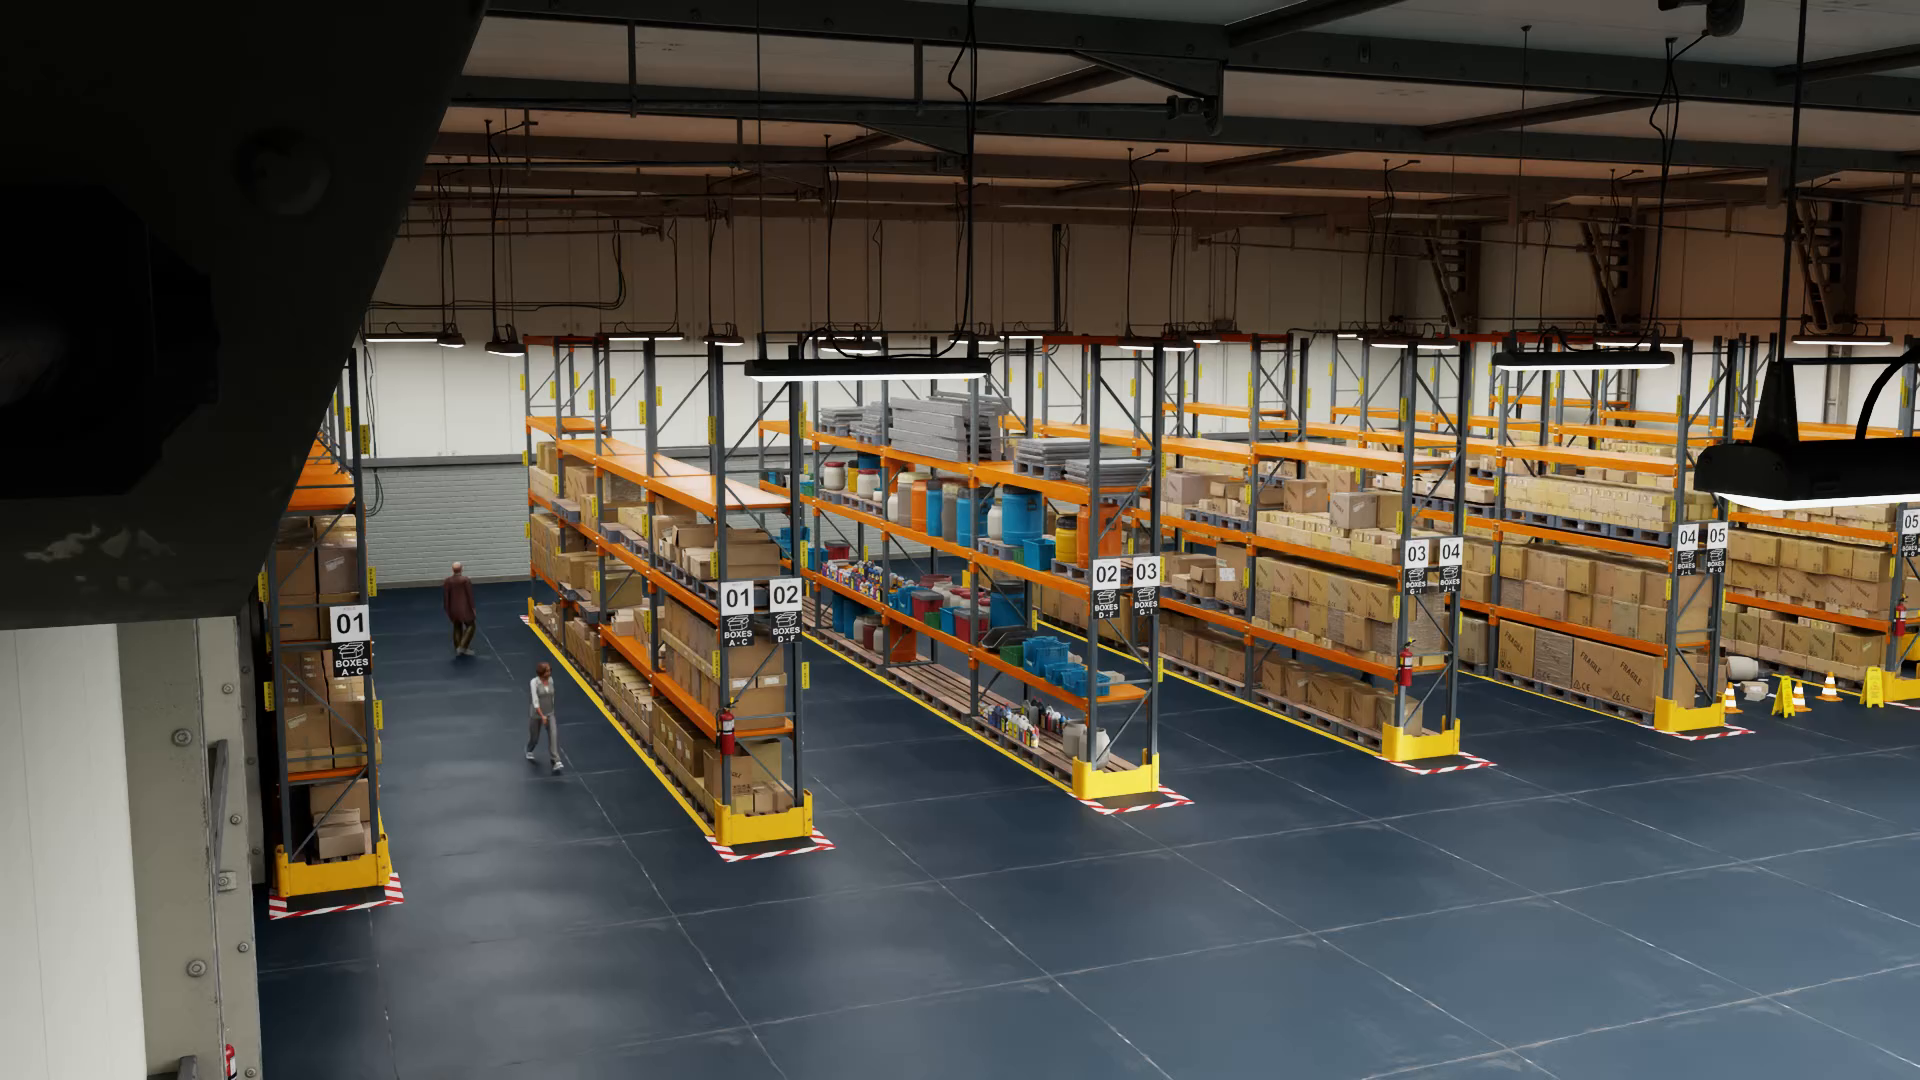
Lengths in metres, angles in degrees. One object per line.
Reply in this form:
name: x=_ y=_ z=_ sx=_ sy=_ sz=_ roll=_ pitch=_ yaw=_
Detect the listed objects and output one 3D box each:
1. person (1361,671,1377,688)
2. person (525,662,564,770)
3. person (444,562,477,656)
person: x=6.882 y=1.886 z=27.681 sx=0.430 sy=1.521 sz=0.926 roll=-2 pitch=8 yaw=-15
person: x=-5.857 y=2.461 z=23.483 sx=0.394 sy=1.504 sz=1.060 roll=-6 pitch=10 yaw=-37
person: x=-9.407 y=1.302 z=31.267 sx=0.627 sy=1.777 sz=0.548 roll=2 pitch=8 yaw=11
